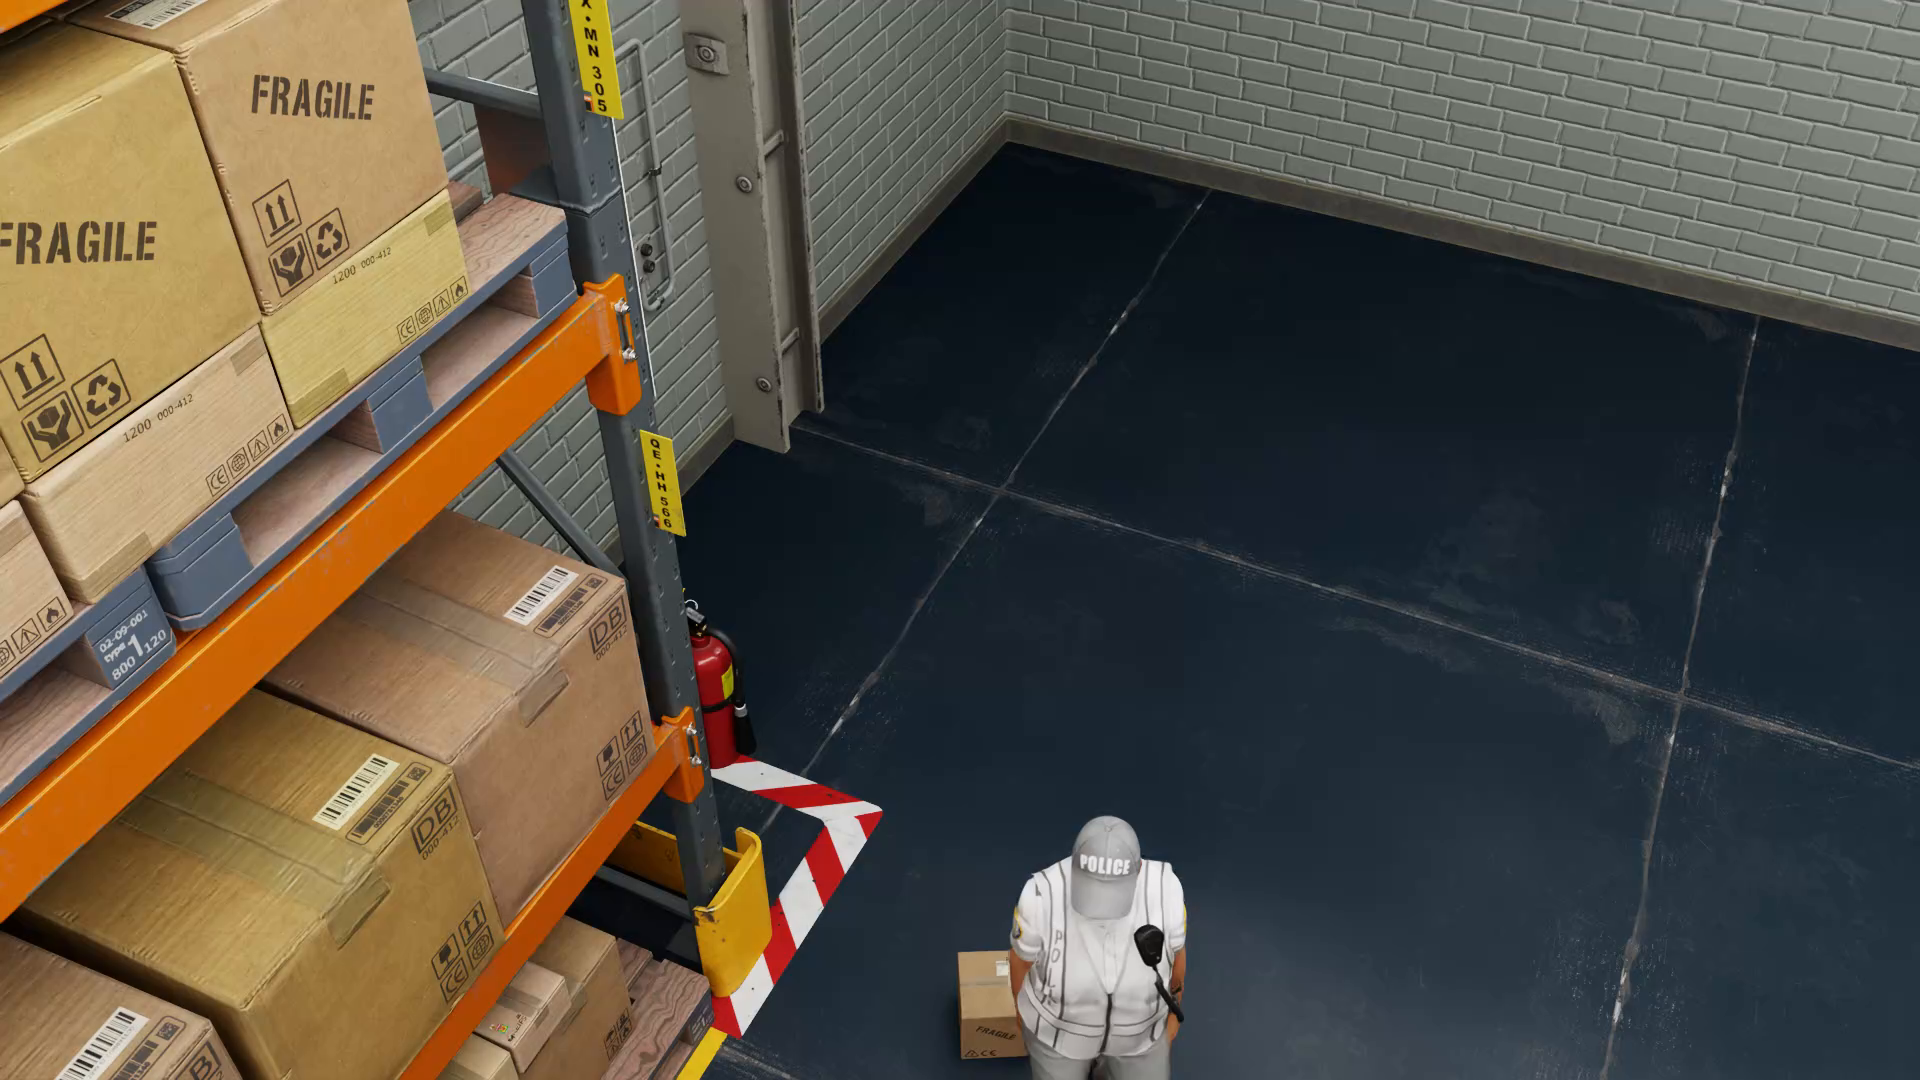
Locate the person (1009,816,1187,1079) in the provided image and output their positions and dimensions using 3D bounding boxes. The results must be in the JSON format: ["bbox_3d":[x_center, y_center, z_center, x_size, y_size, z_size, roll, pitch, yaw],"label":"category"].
[{"bbox_3d":[0.379,1.307,4.683,0.490,1.652,0.504,-3,42,-3],"label":"person"}]
